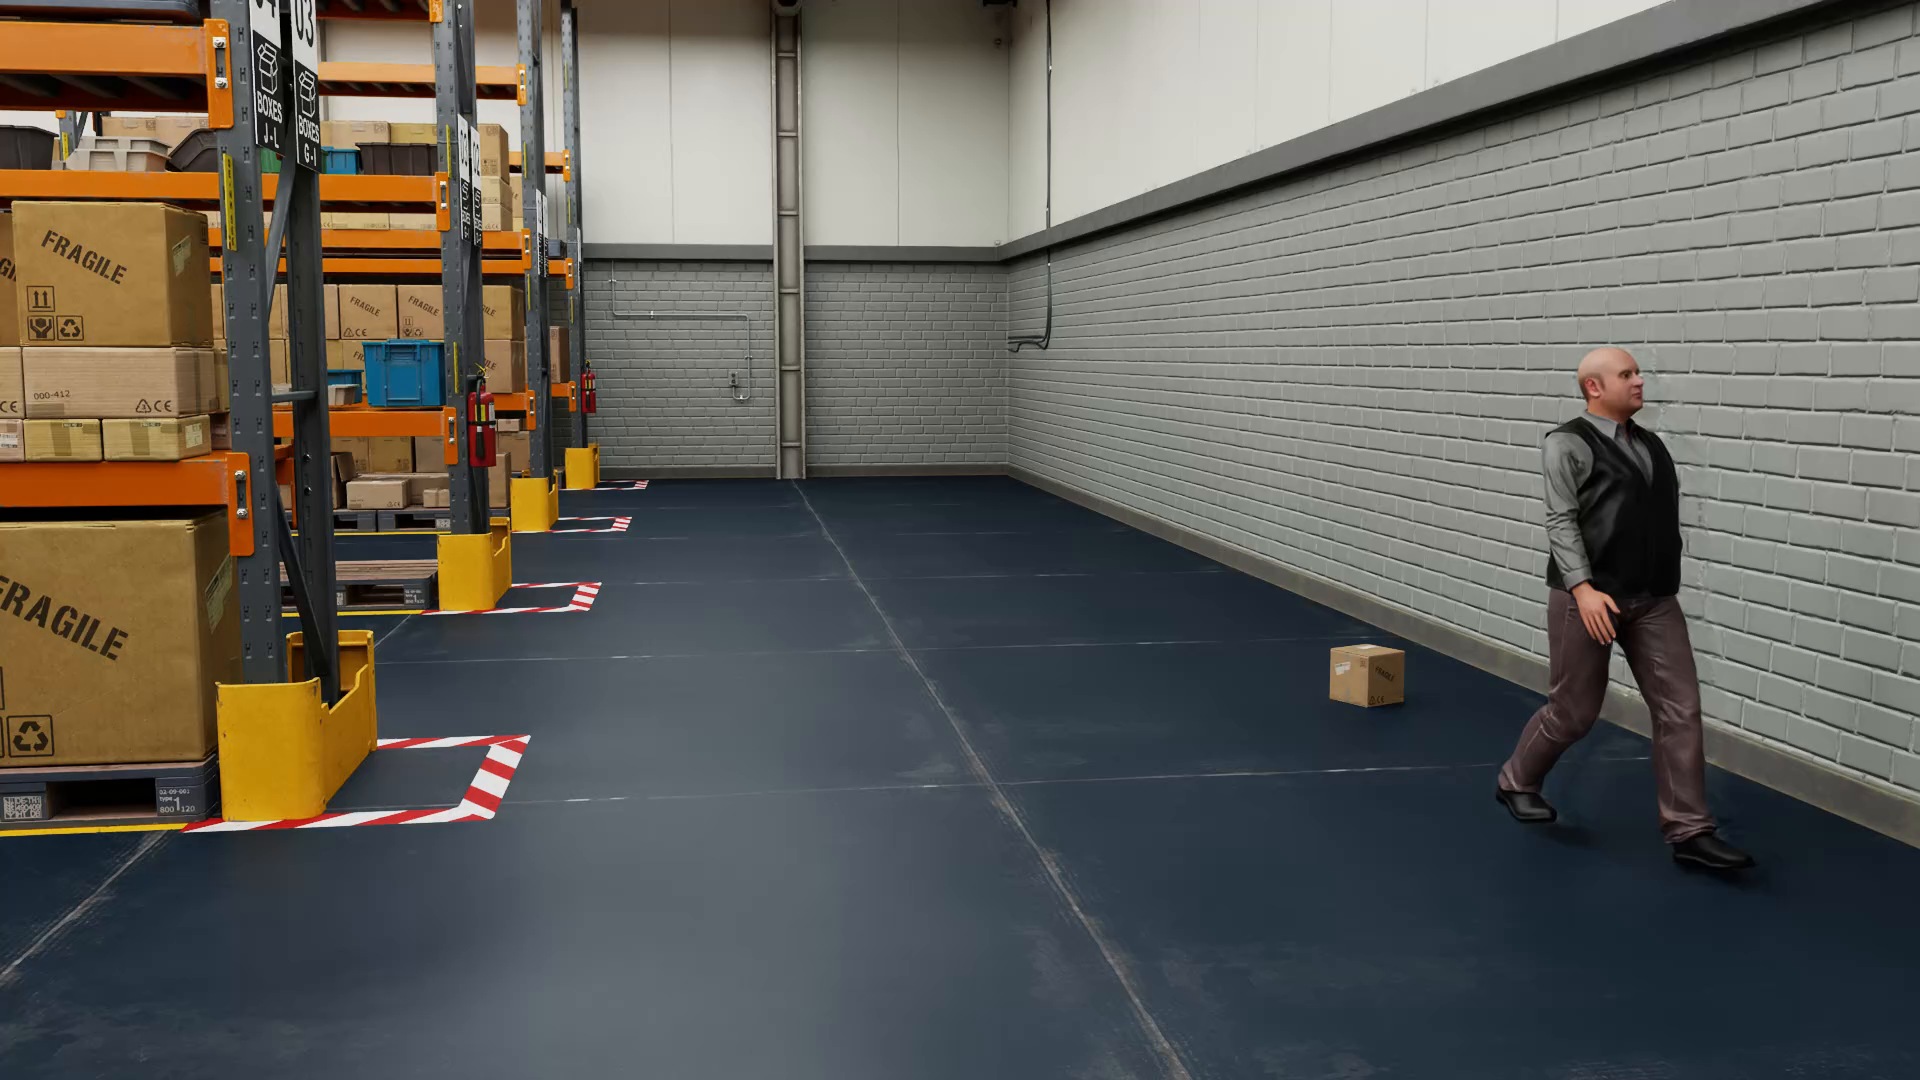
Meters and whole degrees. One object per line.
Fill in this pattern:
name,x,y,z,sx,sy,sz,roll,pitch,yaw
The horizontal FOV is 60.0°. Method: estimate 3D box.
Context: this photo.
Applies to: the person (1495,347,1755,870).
person,2.205,0.208,5.514,0.539,1.685,0.905,-2,7,-18
